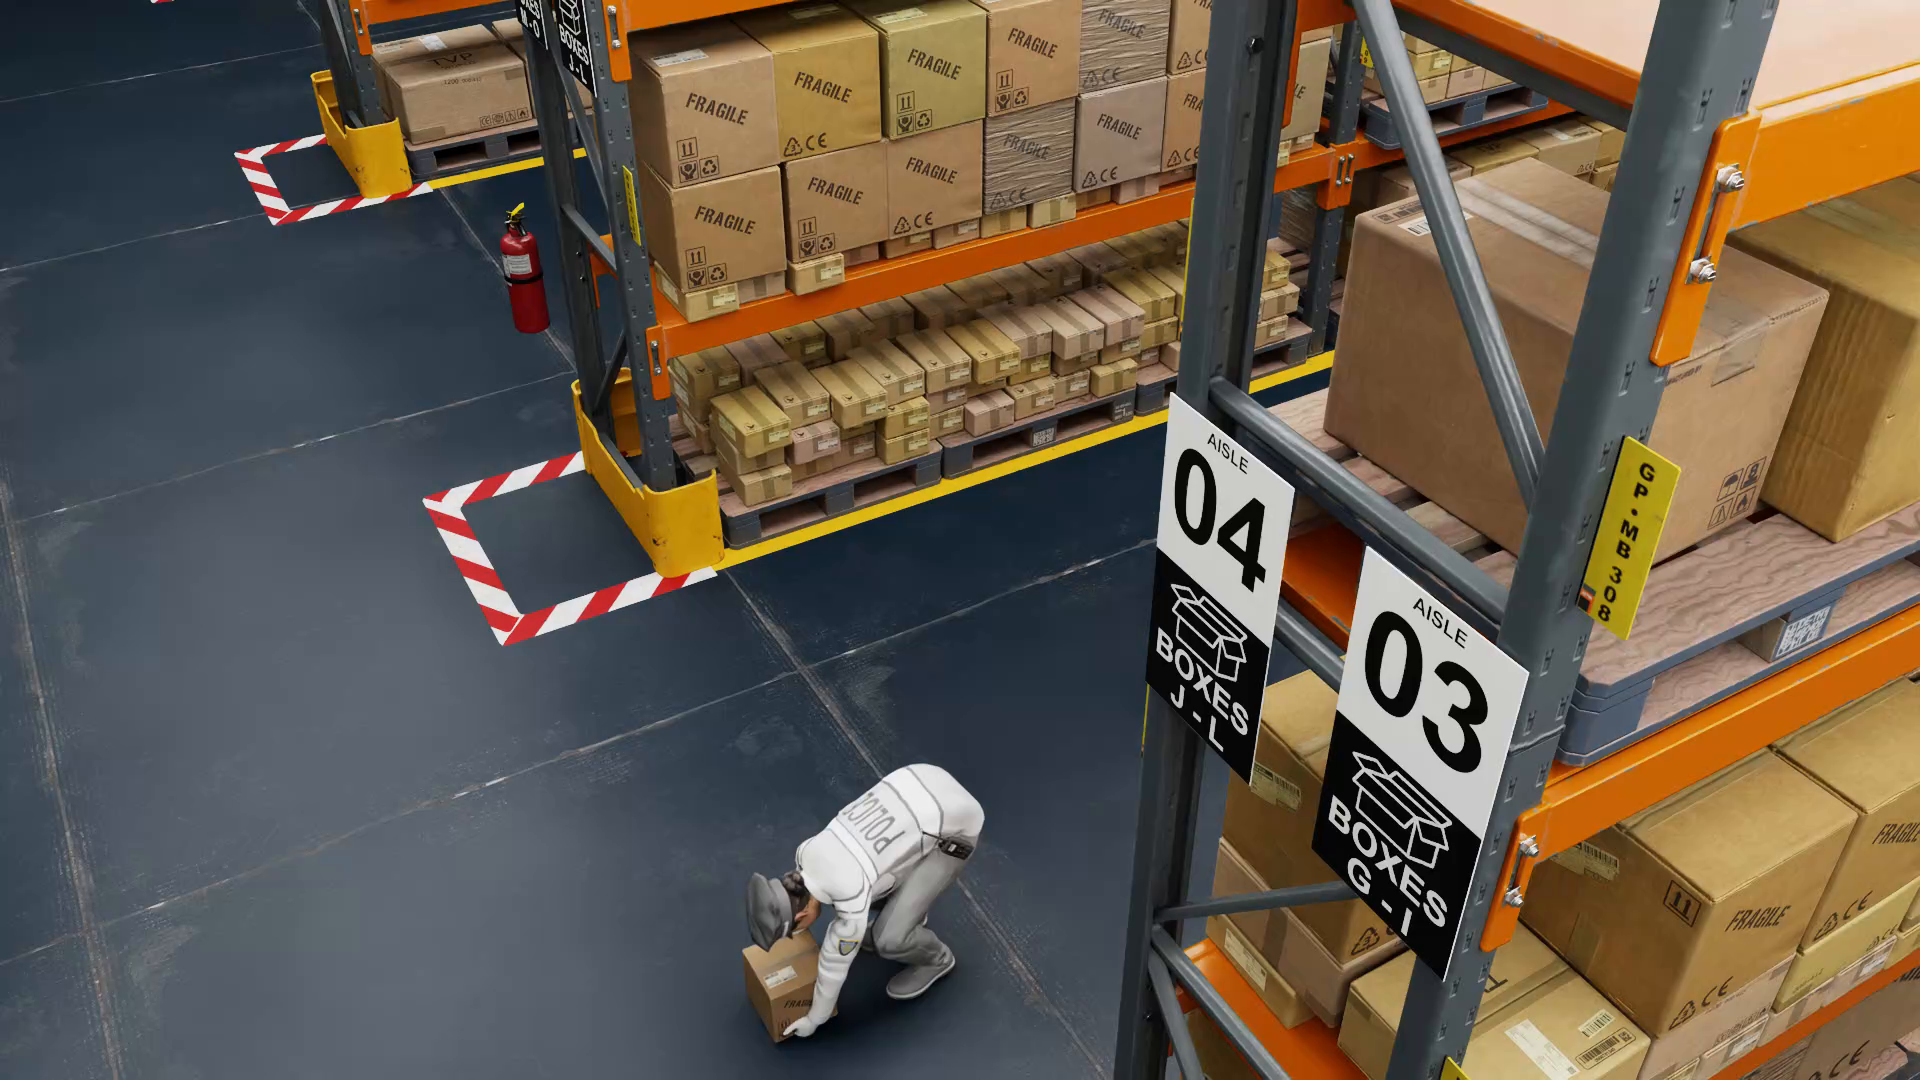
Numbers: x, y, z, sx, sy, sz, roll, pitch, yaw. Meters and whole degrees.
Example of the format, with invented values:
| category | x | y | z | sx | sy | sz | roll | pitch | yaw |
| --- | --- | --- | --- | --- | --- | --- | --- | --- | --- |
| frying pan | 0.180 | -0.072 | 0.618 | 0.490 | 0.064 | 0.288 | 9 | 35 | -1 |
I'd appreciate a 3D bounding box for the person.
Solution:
| category | x | y | z | sx | sy | sz | roll | pitch | yaw |
| --- | --- | --- | --- | --- | --- | --- | --- | --- | --- |
| person | -0.334 | 1.284 | 5.923 | 0.889 | 0.842 | 0.469 | -21 | 42 | -25 |
